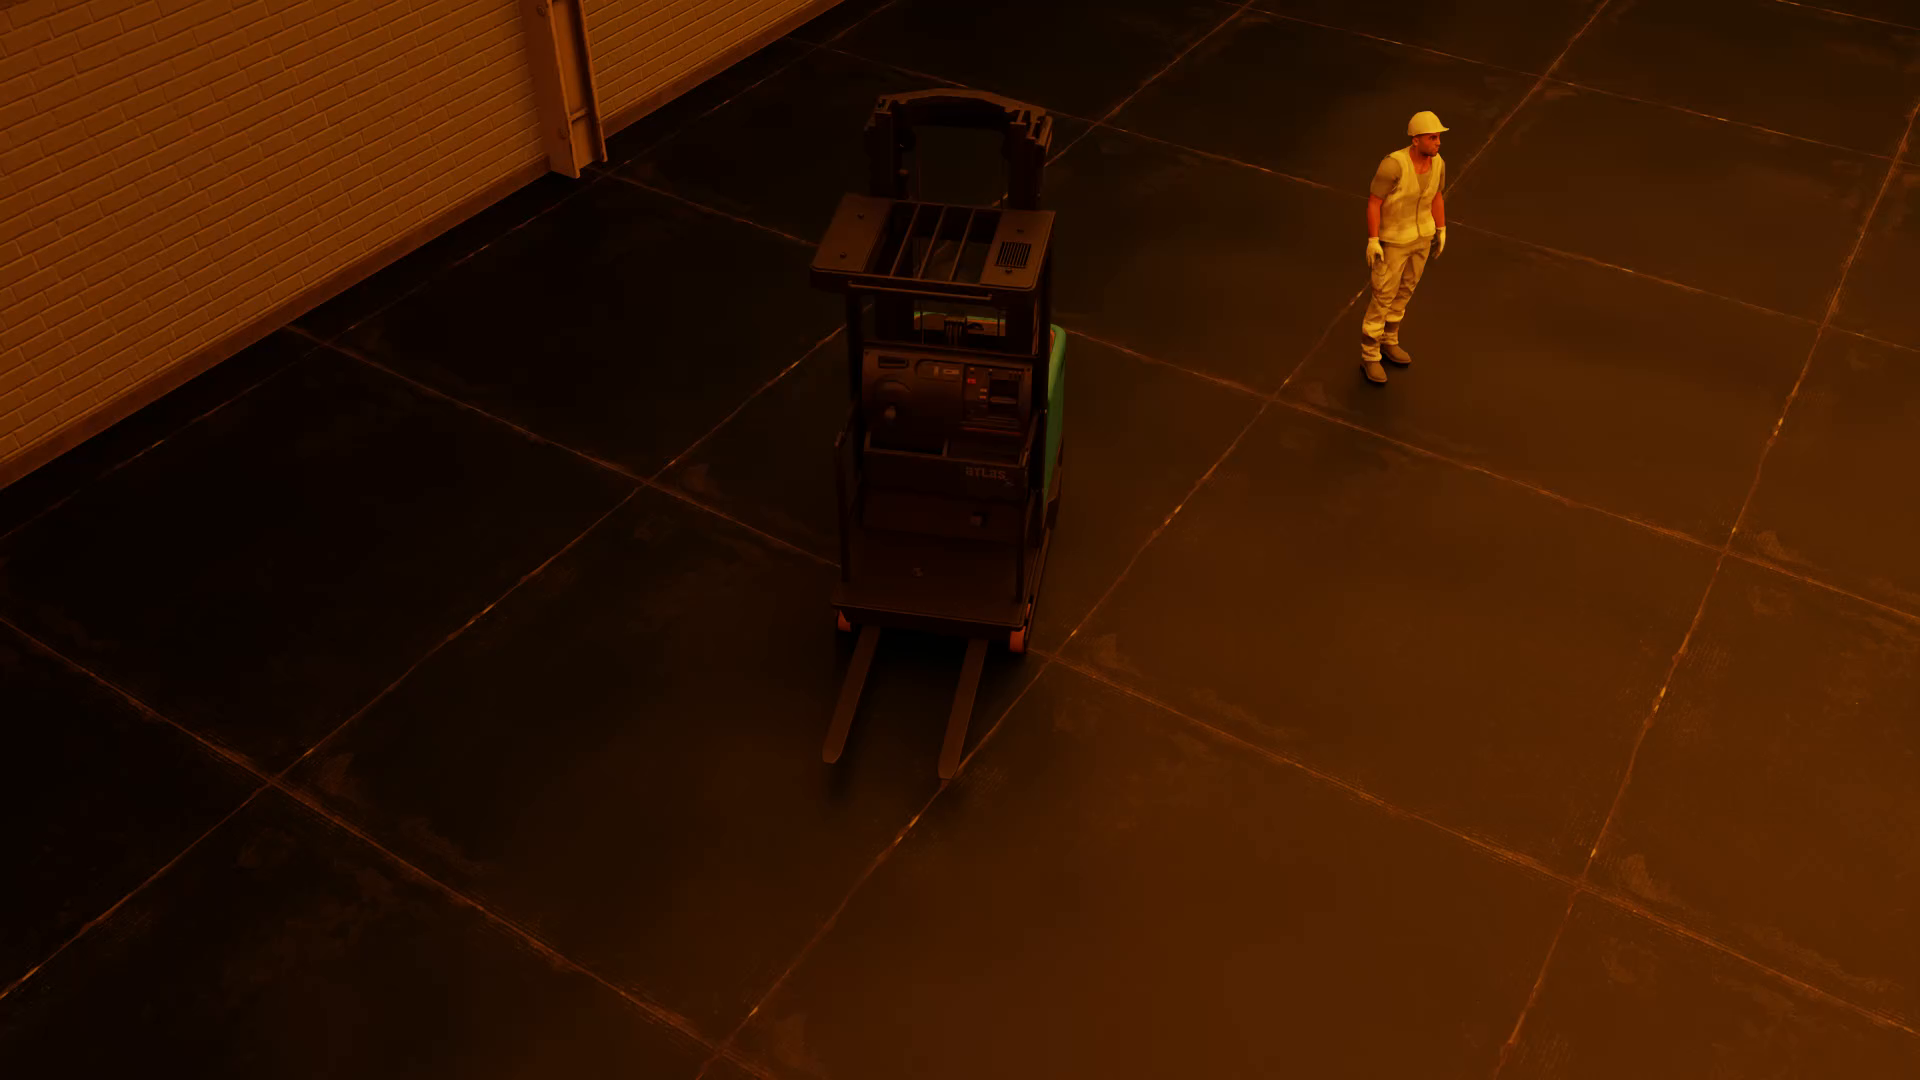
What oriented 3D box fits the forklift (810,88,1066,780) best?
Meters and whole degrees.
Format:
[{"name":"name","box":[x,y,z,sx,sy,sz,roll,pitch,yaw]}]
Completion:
[{"name":"forklift","box":[-0.108,-0.731,8.830,1.130,2.935,3.031,7,41,8]}]

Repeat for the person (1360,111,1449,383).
[{"name":"person","box":[3.027,-1.979,11.174,0.637,1.786,0.566,-17,43,-19]}]
